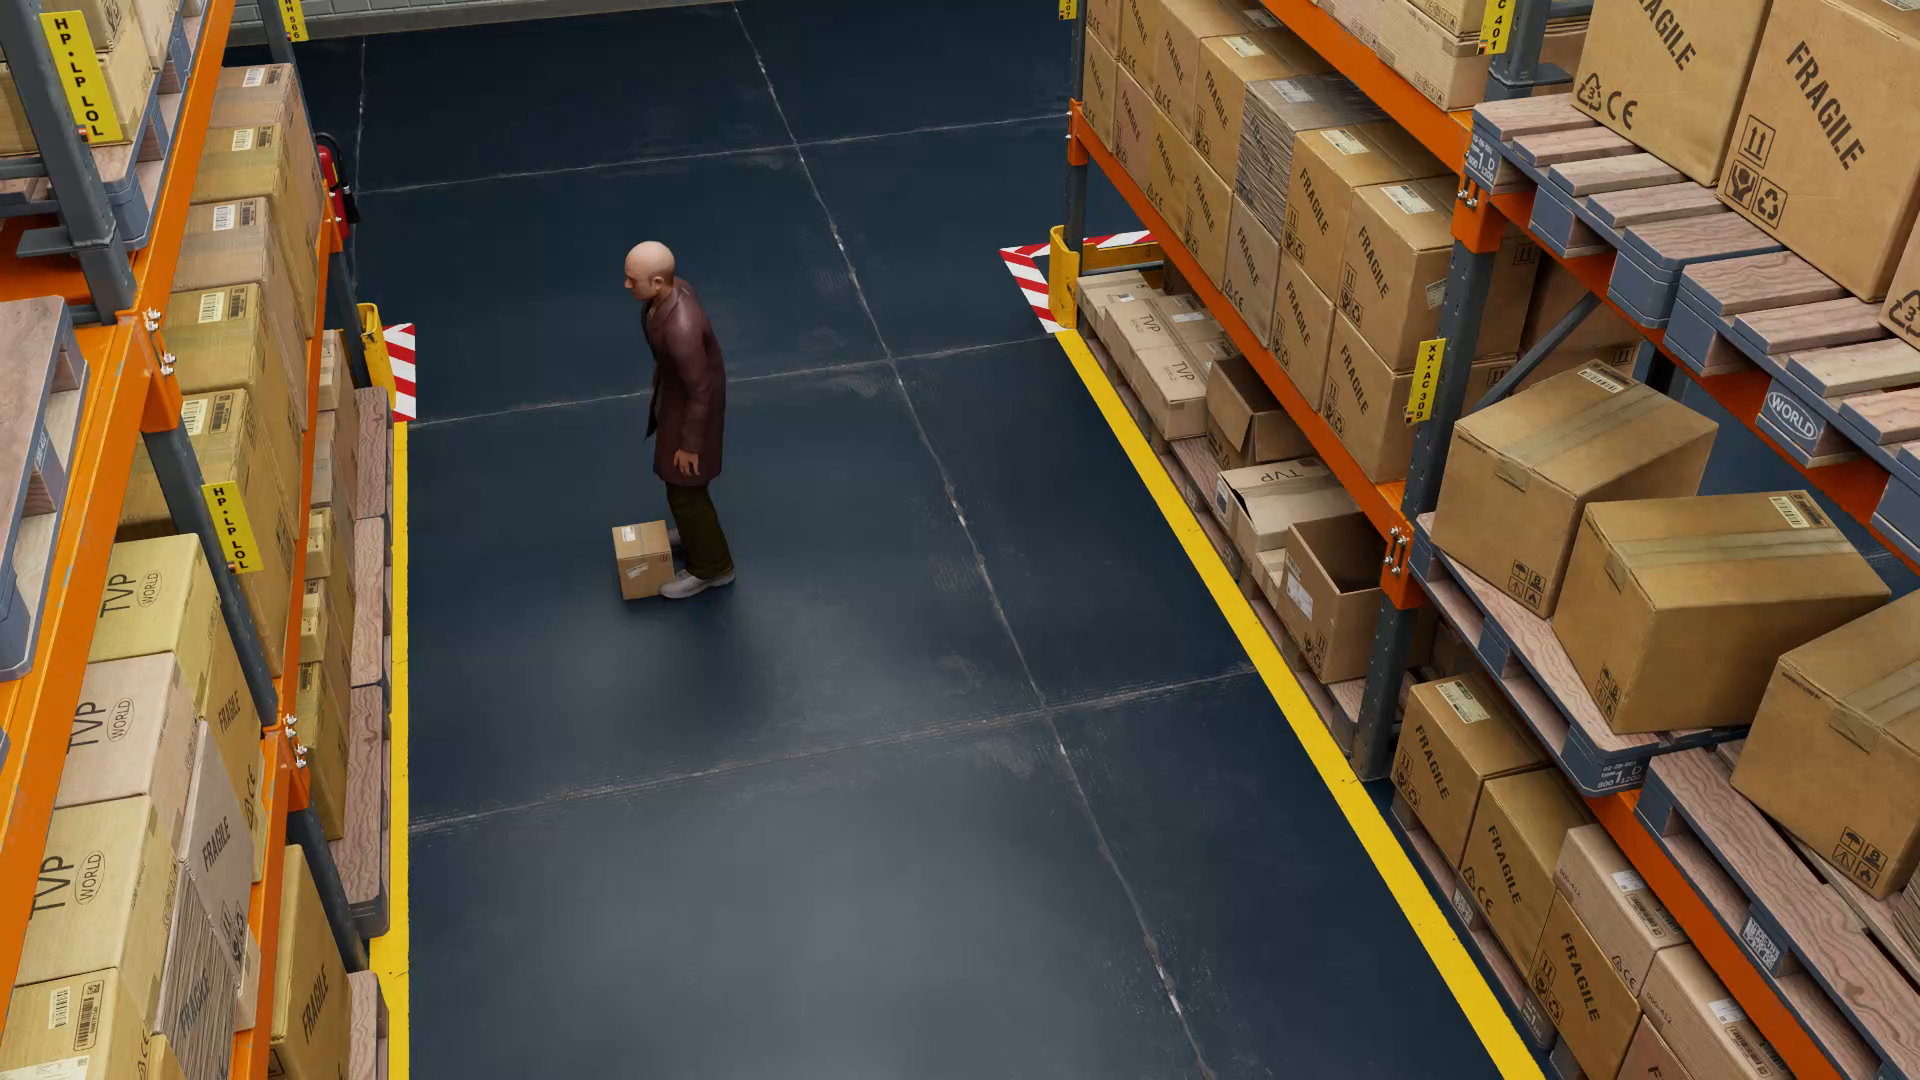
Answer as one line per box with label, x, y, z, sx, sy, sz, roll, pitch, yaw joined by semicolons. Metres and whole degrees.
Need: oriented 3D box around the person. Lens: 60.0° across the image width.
person;-1.251;-0.545;7.434;0.429;1.772;0.649;-12;39;-15
